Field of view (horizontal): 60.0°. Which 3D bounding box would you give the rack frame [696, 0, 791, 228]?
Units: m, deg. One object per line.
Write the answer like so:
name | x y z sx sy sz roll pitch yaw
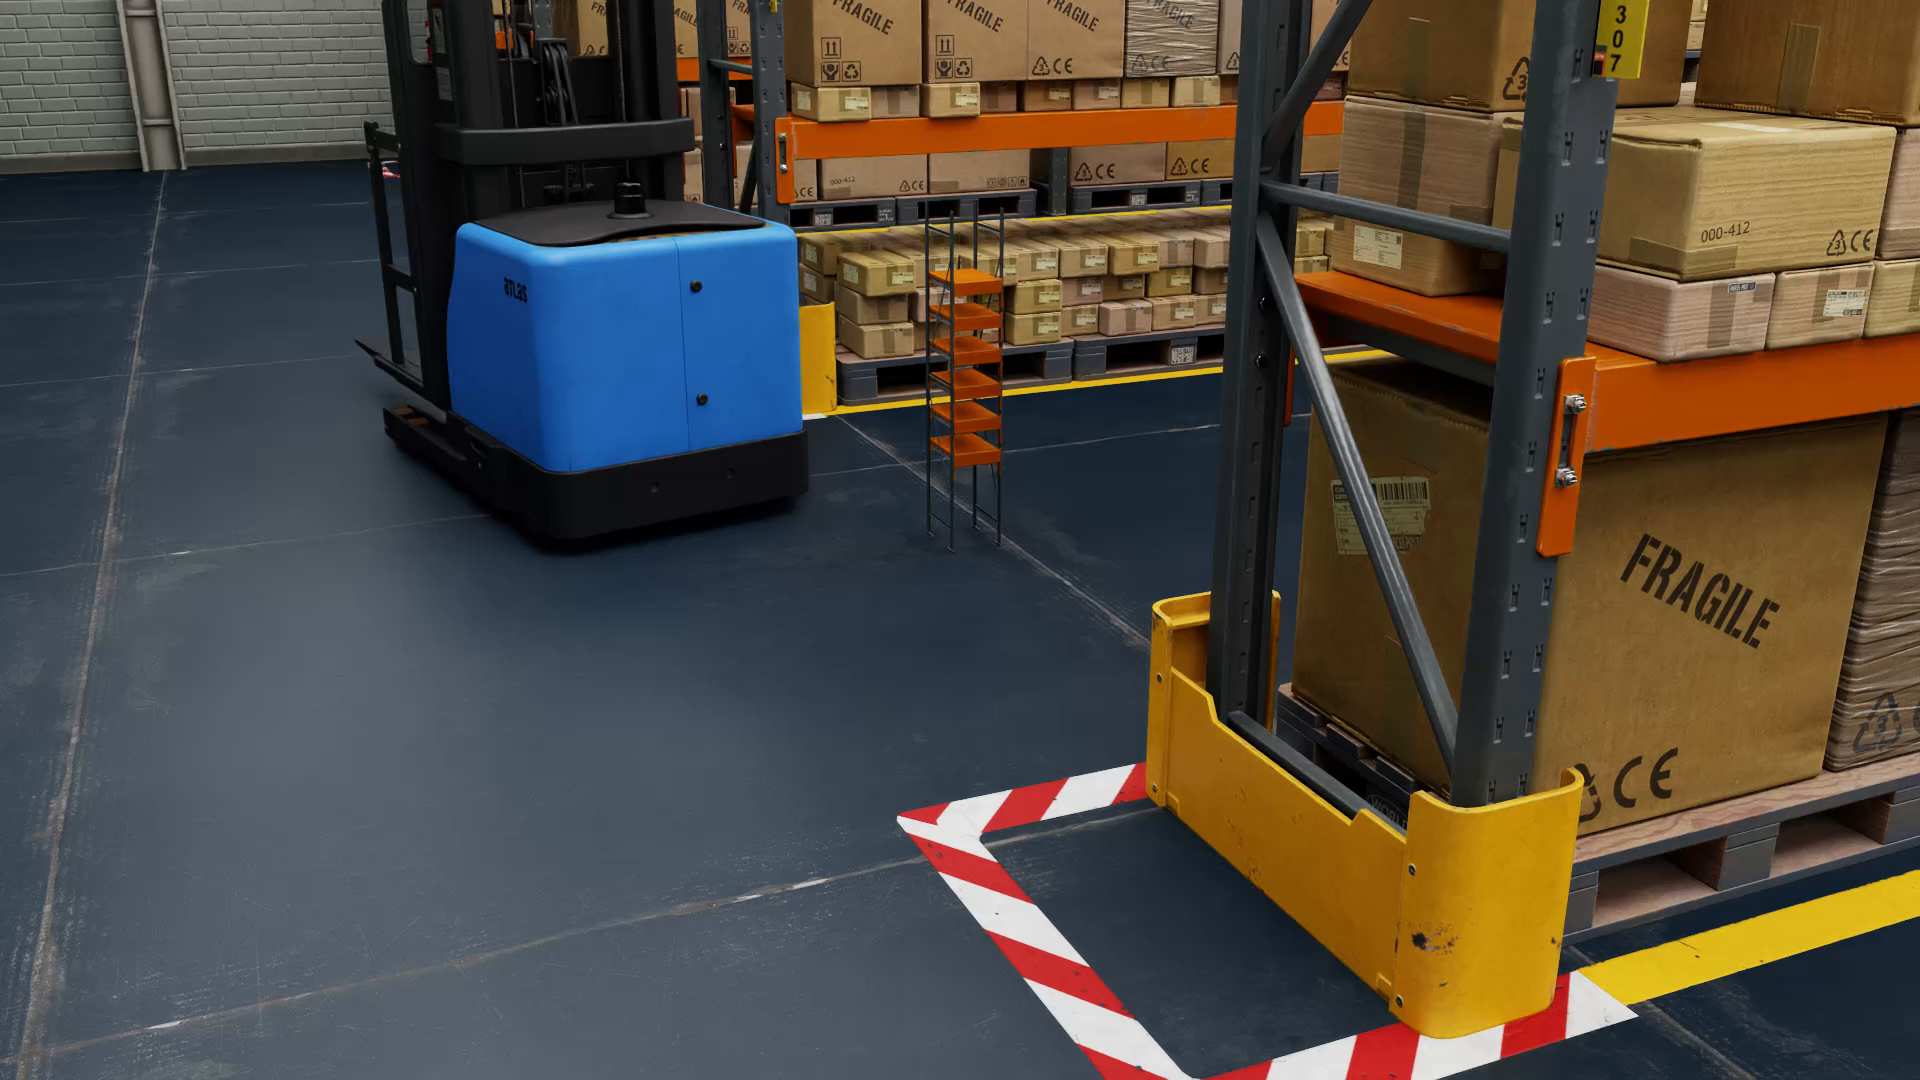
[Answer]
rack frame | -1.012 -2.162 7.645 0.127 3.000 1.000 -8 21 -22

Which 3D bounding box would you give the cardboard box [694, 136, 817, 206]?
cardboard box | -1.662 -2.888 12.933 0.875 0.438 0.875 -8 21 -20

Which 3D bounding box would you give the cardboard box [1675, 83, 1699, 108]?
cardboard box | 1.666 -0.917 3.887 0.500 0.250 0.500 -9 21 -23

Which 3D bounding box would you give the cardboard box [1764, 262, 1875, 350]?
cardboard box | 1.551 -0.498 3.297 0.250 0.149 0.380 -8 21 -23

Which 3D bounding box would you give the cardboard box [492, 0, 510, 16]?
cardboard box | -4.512 -5.218 16.104 0.500 0.250 0.500 -8 21 -22

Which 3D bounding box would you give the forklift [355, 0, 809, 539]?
forklift | -1.831 -1.816 6.766 1.130 2.935 3.031 -13 23 -33

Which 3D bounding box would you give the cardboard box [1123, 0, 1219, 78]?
cardboard box | 0.911 -2.532 8.097 0.500 0.500 0.500 -9 21 -23

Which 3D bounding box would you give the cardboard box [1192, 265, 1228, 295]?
cardboard box | 1.265 -1.392 8.670 0.250 0.149 0.380 -9 21 -24

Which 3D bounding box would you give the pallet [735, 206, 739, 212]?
pallet | -2.362 -2.472 12.724 1.213 0.211 1.003 -8 21 -22

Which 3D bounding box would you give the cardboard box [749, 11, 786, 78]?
cardboard box | -0.701 -2.487 7.970 0.500 0.500 0.500 -8 21 -21

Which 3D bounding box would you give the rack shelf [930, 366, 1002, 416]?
rack shelf | 0.013 -0.526 5.843 0.180 0.103 0.258 -8 21 -22

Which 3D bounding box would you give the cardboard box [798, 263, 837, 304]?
cardboard box | -0.641 -1.312 8.444 0.250 0.149 0.380 -9 21 -23

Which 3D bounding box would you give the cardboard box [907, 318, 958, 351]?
cardboard box | -0.196 -1.046 8.136 0.250 0.149 0.380 -8 21 -22

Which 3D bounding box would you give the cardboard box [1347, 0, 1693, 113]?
cardboard box | 1.203 -1.203 3.572 0.500 0.500 0.500 -8 21 -21

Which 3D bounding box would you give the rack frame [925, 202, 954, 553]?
rack frame | -0.071 -0.556 5.794 0.006 1.200 0.240 -8 21 -22

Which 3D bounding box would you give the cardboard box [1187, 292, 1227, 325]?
cardboard box | 1.219 -1.236 8.676 0.250 0.149 0.380 -8 21 -21

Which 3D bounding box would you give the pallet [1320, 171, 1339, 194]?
pallet | 3.526 -3.314 15.117 1.213 0.211 1.003 -8 21 -22

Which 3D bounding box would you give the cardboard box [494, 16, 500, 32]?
cardboard box | -4.625 -5.012 16.119 0.250 0.149 0.380 -8 21 -22

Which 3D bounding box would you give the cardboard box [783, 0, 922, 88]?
cardboard box | -0.490 -2.324 7.507 0.500 0.500 0.500 -7 21 -19

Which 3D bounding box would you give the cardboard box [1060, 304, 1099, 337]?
cardboard box | 0.504 -1.143 8.413 0.250 0.149 0.380 -8 21 -22

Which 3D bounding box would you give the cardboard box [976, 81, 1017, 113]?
cardboard box | 0.084 -2.127 7.925 0.250 0.149 0.380 -7 21 -19

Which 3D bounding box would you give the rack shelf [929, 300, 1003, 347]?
rack shelf | 0.013 -0.752 5.763 0.180 0.103 0.258 -8 21 -22

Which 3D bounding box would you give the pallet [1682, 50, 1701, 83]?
pallet | 3.420 -2.654 9.331 1.213 0.211 1.003 -8 21 -22

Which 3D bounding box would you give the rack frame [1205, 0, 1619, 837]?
rack frame | 0.860 -0.636 3.312 0.127 3.000 1.000 -8 21 -22

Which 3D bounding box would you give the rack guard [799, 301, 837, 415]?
rack guard | -0.942 -0.993 8.089 0.348 0.500 1.175 -8 21 -22

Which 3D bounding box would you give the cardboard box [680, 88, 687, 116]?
cardboard box | -3.111 -4.381 17.080 0.500 0.500 0.500 -8 21 -21

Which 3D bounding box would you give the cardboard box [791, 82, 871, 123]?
cardboard box | -0.585 -1.986 7.524 0.250 0.149 0.380 -8 21 -22

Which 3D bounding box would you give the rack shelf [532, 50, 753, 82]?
rack shelf | -1.229 -3.582 12.761 4.000 0.370 1.077 -8 21 -22

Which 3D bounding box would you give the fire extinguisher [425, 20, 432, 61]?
fire extinguisher | -4.987 -4.798 15.812 0.183 0.674 0.296 -8 21 -22

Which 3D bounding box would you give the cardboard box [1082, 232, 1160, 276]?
cardboard box | 0.804 -1.440 8.360 0.250 0.149 0.380 -8 21 -21

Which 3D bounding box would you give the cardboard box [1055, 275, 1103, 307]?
cardboard box | 0.519 -1.289 8.378 0.250 0.149 0.380 -9 21 -25

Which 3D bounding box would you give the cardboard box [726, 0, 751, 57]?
cardboard box | -1.584 -3.817 12.196 0.500 0.500 0.500 -8 21 -22

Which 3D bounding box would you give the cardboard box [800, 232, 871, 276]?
cardboard box | -0.626 -1.443 8.367 0.250 0.149 0.380 -8 21 -21

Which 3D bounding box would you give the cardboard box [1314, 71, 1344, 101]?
cardboard box | 1.765 -2.363 8.596 0.250 0.149 0.380 -9 21 -23

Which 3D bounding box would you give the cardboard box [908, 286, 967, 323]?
cardboard box | -0.156 -1.165 8.026 0.250 0.149 0.380 -8 21 -22

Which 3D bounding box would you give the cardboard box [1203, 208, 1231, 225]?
cardboard box | 1.543 -1.732 9.189 0.250 0.149 0.380 -9 21 -23

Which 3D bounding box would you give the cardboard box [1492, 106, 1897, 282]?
cardboard box | 1.407 -0.686 3.233 0.500 0.250 0.500 -9 21 -23

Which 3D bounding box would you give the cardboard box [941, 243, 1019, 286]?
cardboard box | 0.091 -1.328 8.042 0.250 0.149 0.380 -8 21 -22

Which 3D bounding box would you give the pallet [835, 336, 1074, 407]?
pallet | -0.182 -0.953 8.409 1.213 0.211 1.003 -8 21 -22

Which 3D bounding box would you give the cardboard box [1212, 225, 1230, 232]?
cardboard box | 1.511 -1.541 8.646 0.250 0.149 0.380 -9 21 -25

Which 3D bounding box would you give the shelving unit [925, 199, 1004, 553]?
shelving unit | 0.013 -0.568 5.828 0.189 1.200 0.258 -8 21 -22

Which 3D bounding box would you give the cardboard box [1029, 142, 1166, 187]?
cardboard box | 1.145 -3.486 13.973 0.875 0.875 0.875 -7 21 -20

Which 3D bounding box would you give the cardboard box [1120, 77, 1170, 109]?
cardboard box | 0.827 -2.207 8.151 0.250 0.149 0.380 -7 21 -20

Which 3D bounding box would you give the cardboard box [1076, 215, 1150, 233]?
cardboard box | 0.817 -1.642 8.933 0.250 0.149 0.380 -8 21 -22

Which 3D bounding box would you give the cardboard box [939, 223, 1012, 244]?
cardboard box | 0.077 -1.546 8.660 0.250 0.149 0.380 -9 21 -24

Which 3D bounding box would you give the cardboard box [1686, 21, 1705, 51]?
cardboard box | 3.919 -2.782 9.152 0.250 0.149 0.380 -8 21 -21
